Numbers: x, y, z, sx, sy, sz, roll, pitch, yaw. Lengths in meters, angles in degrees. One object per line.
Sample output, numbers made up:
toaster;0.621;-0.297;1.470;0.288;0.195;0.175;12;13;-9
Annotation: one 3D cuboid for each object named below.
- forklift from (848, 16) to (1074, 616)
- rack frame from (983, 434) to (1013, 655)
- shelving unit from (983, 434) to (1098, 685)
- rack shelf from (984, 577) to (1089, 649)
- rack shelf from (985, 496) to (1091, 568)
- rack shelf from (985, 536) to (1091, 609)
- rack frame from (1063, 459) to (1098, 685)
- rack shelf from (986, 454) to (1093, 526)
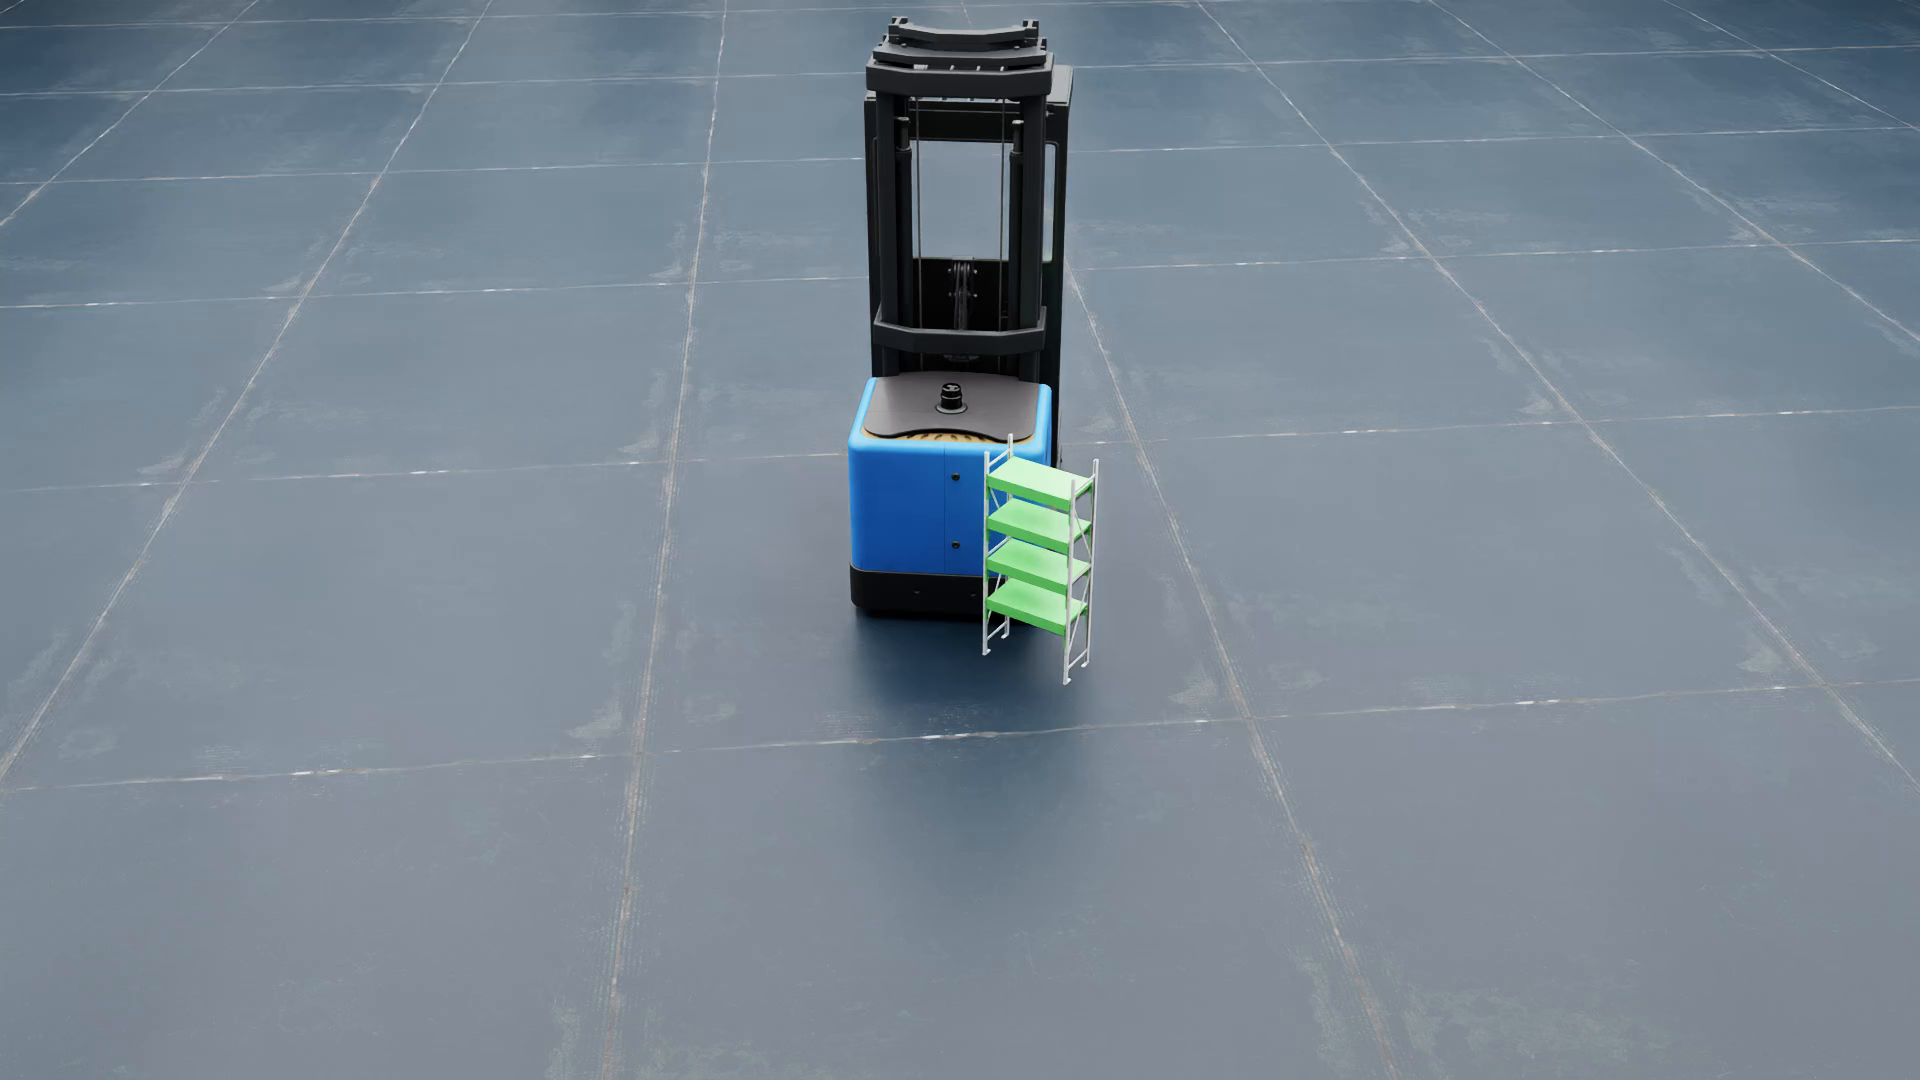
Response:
forklift;0.057;-1.577;9.532;1.130;2.935;3.031;3;31;4
rack frame;0.191;0.038;8.516;0.015;1.200;0.240;18;35;28
shelving unit;0.395;0.107;8.401;0.503;1.200;0.258;18;35;28
rack shelf;0.395;0.368;8.557;0.480;0.148;0.258;18;35;28
rack shelf;0.395;-0.044;8.311;0.480;0.148;0.258;18;35;28
rack shelf;0.395;0.162;8.434;0.480;0.148;0.258;18;35;28
rack frame;0.600;0.175;8.287;0.015;1.200;0.240;18;35;28
rack shelf;0.395;-0.250;8.188;0.480;0.148;0.258;18;35;28
